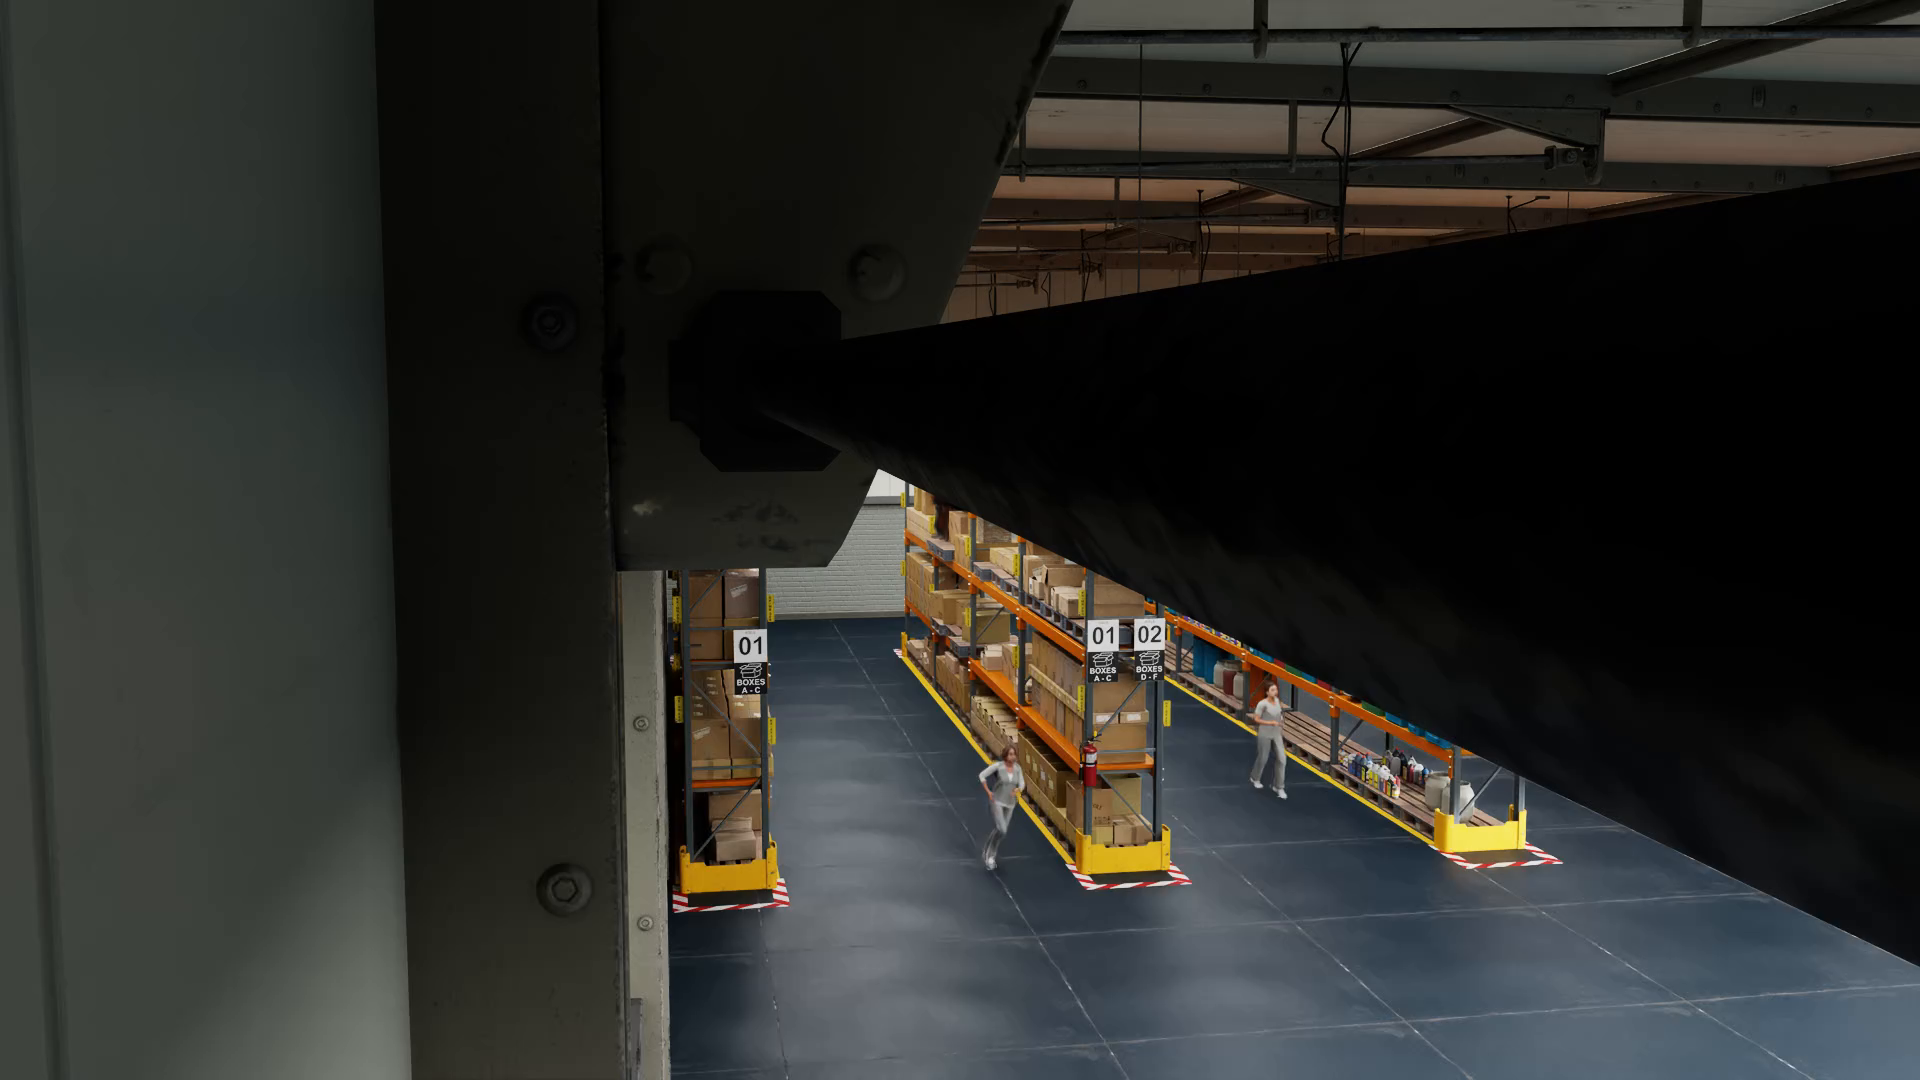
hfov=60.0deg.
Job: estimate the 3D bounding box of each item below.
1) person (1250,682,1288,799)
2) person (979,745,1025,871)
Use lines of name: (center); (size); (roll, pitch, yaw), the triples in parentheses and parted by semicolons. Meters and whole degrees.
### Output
person: (4.567, 2.945, 24.696); (0.554, 1.714, 0.786); (-2, 6, -22)
person: (0.547, 3.370, 21.070); (0.531, 1.590, 0.614); (-3, 7, -28)
